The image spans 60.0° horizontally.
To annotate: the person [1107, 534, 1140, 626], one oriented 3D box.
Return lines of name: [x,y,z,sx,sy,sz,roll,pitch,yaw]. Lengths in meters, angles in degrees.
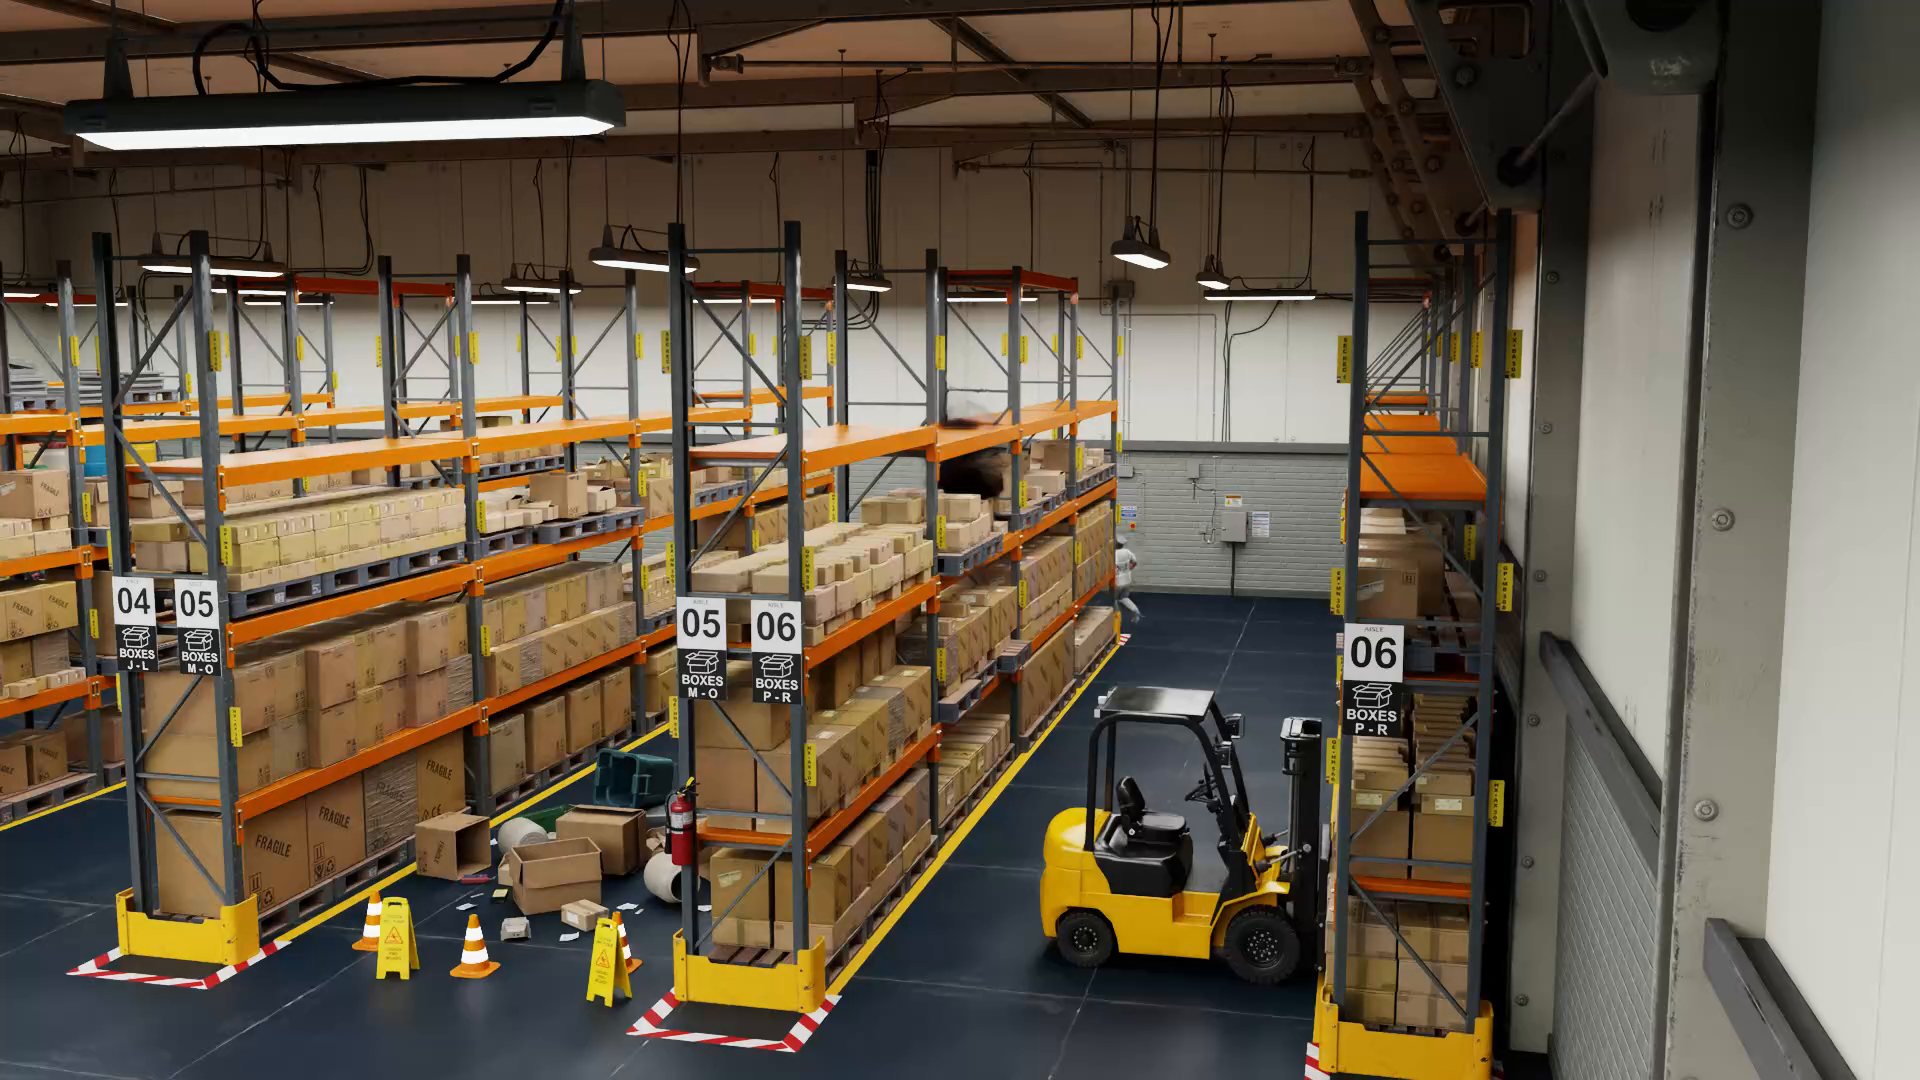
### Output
person: [2.770,0.720,29.519,0.726,1.696,0.727,-4,8,-30]
